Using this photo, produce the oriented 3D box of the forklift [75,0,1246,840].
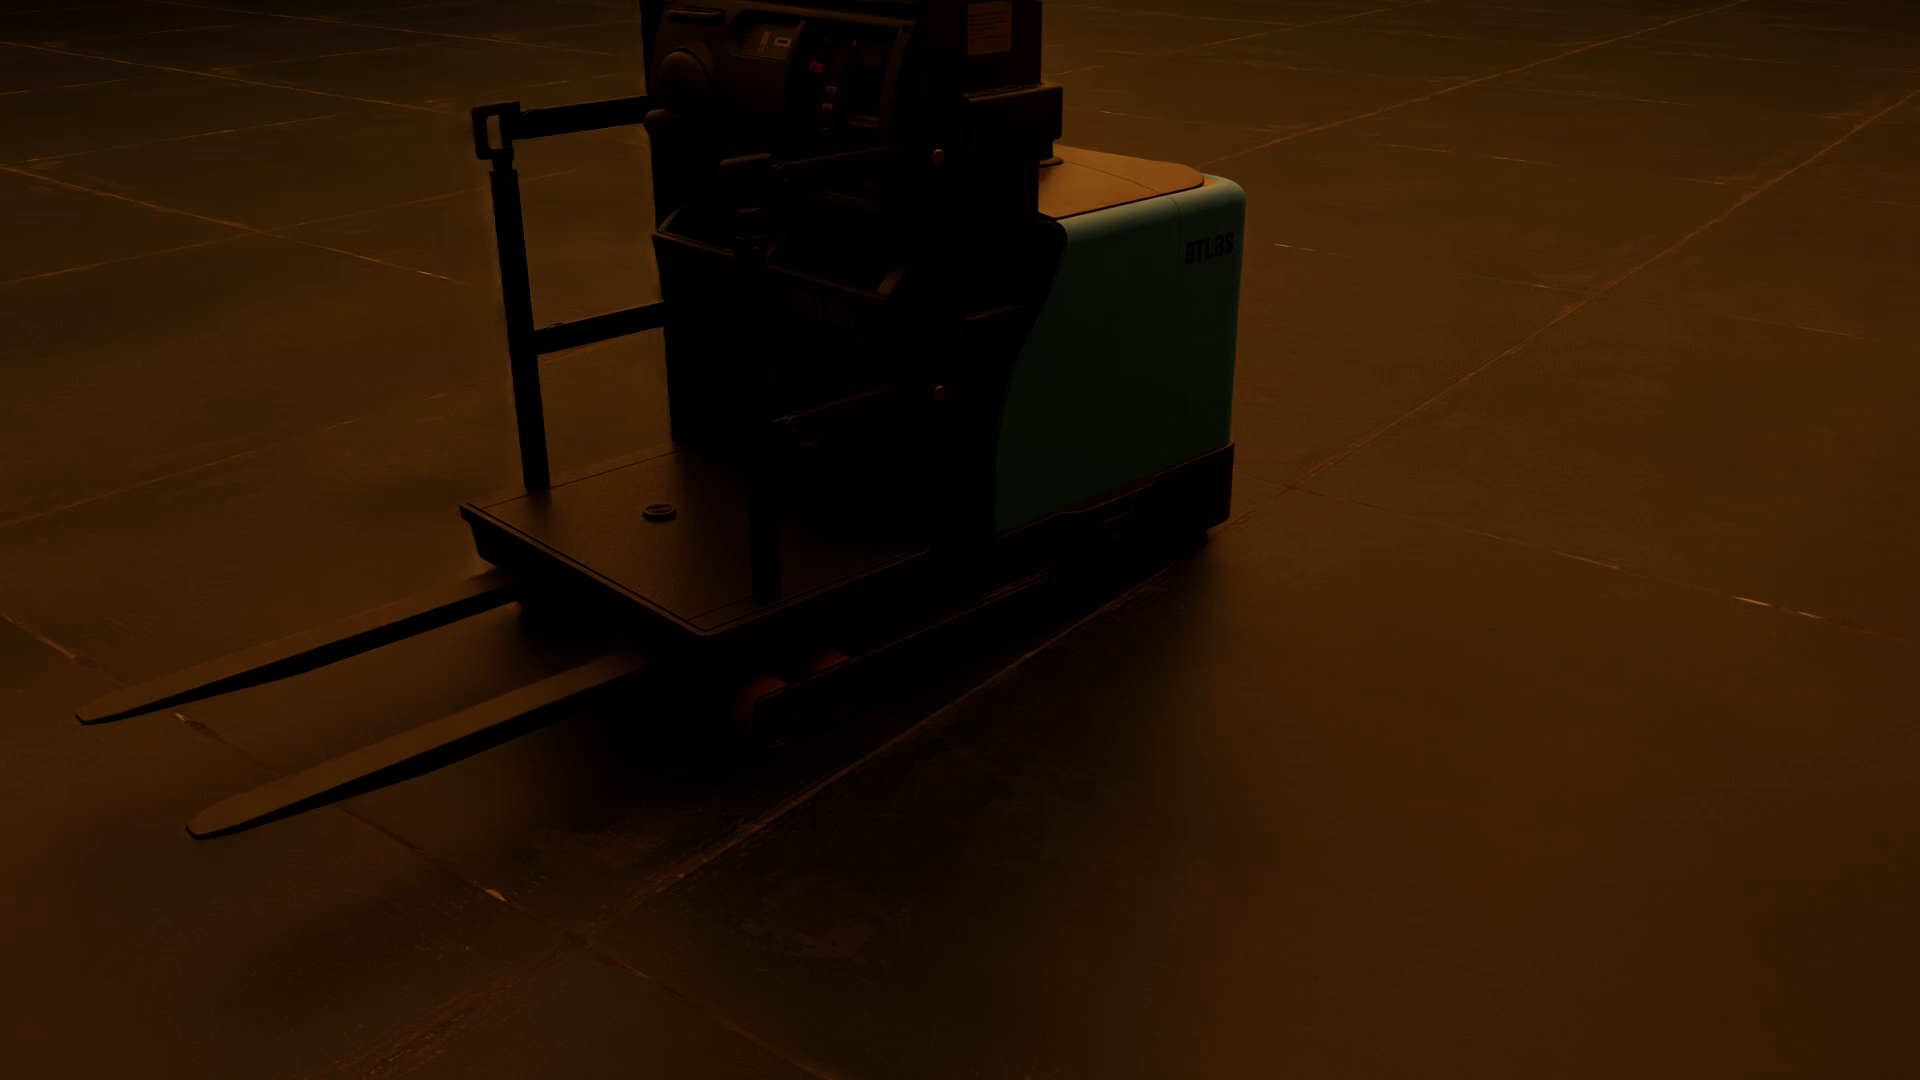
[{"bbox_3d":[-0.594,-1.090,3.843,3.031,2.935,1.130,-21,31,-40],"label":"forklift"}]
